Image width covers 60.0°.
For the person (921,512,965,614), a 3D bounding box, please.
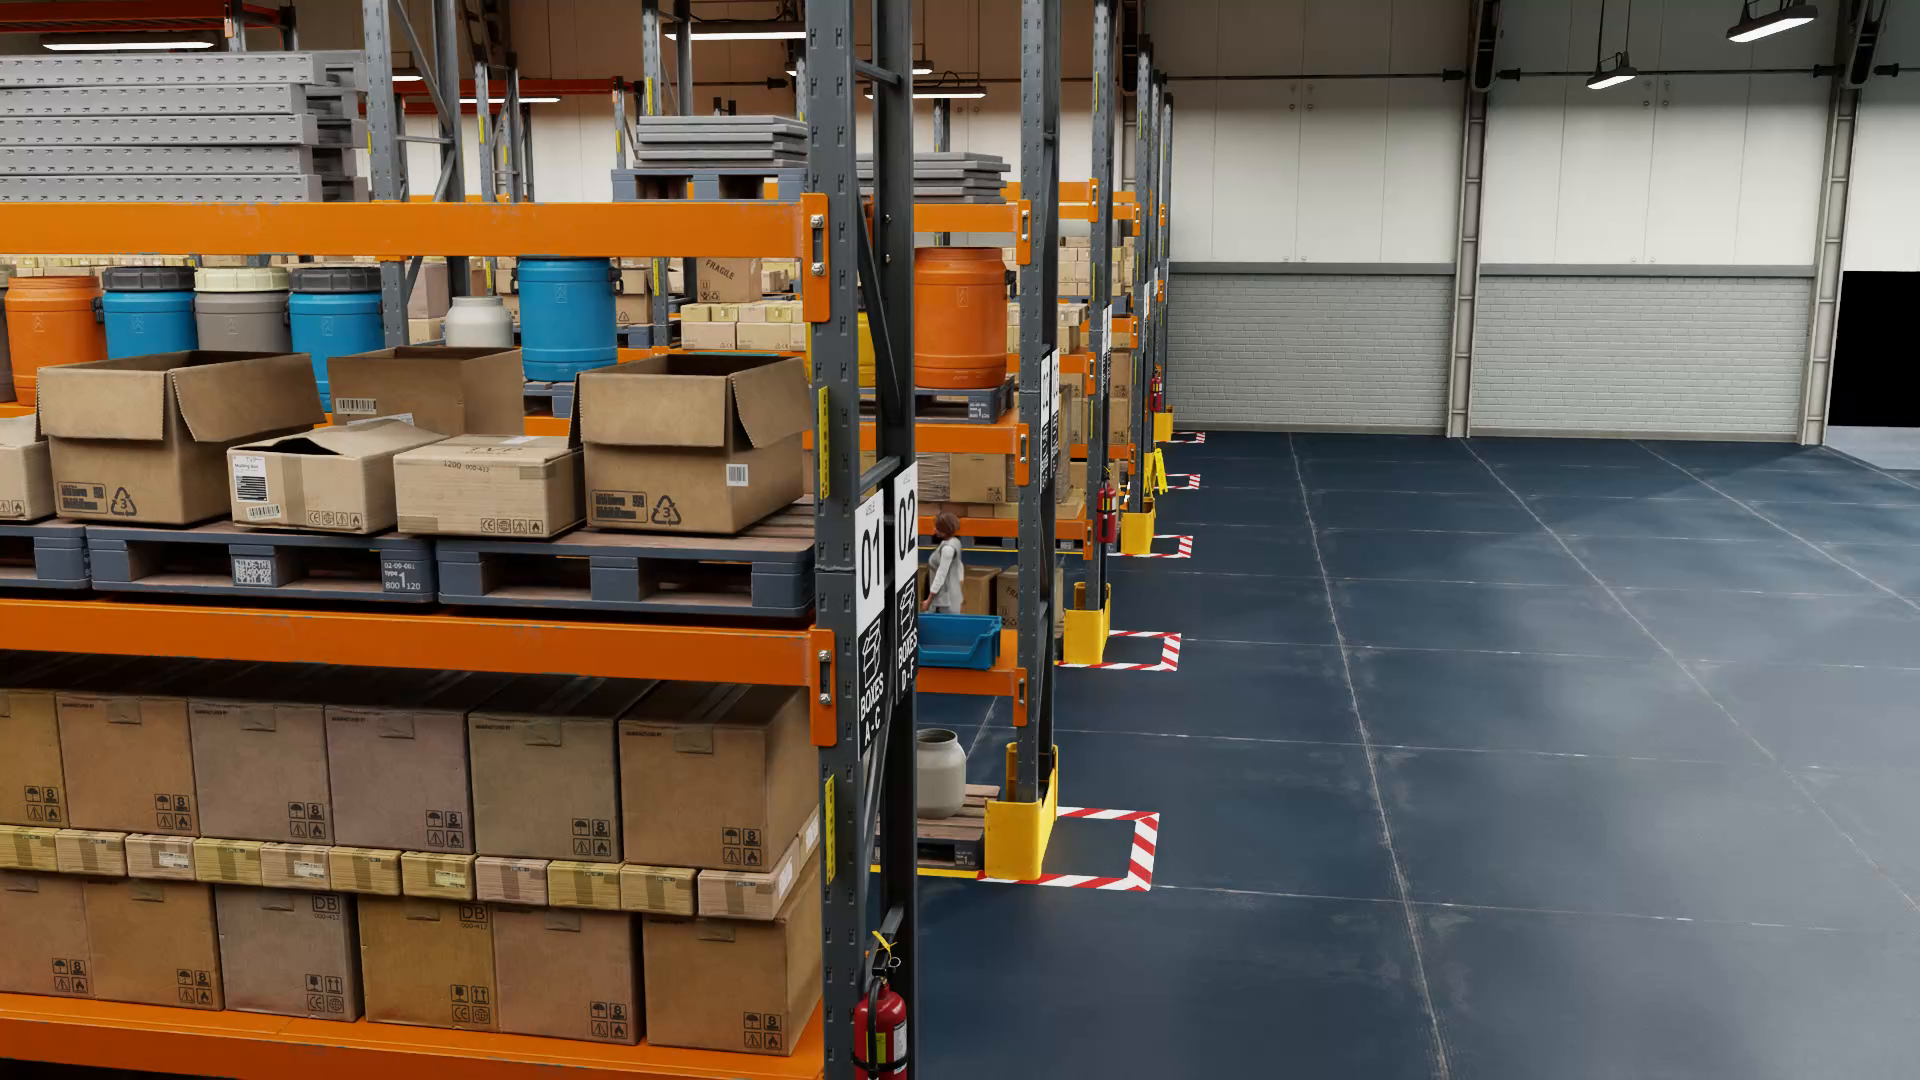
[{"bbox_3d":[-0.122,0.510,14.254,0.908,1.544,0.403,0,11,-2],"label":"person"}]
